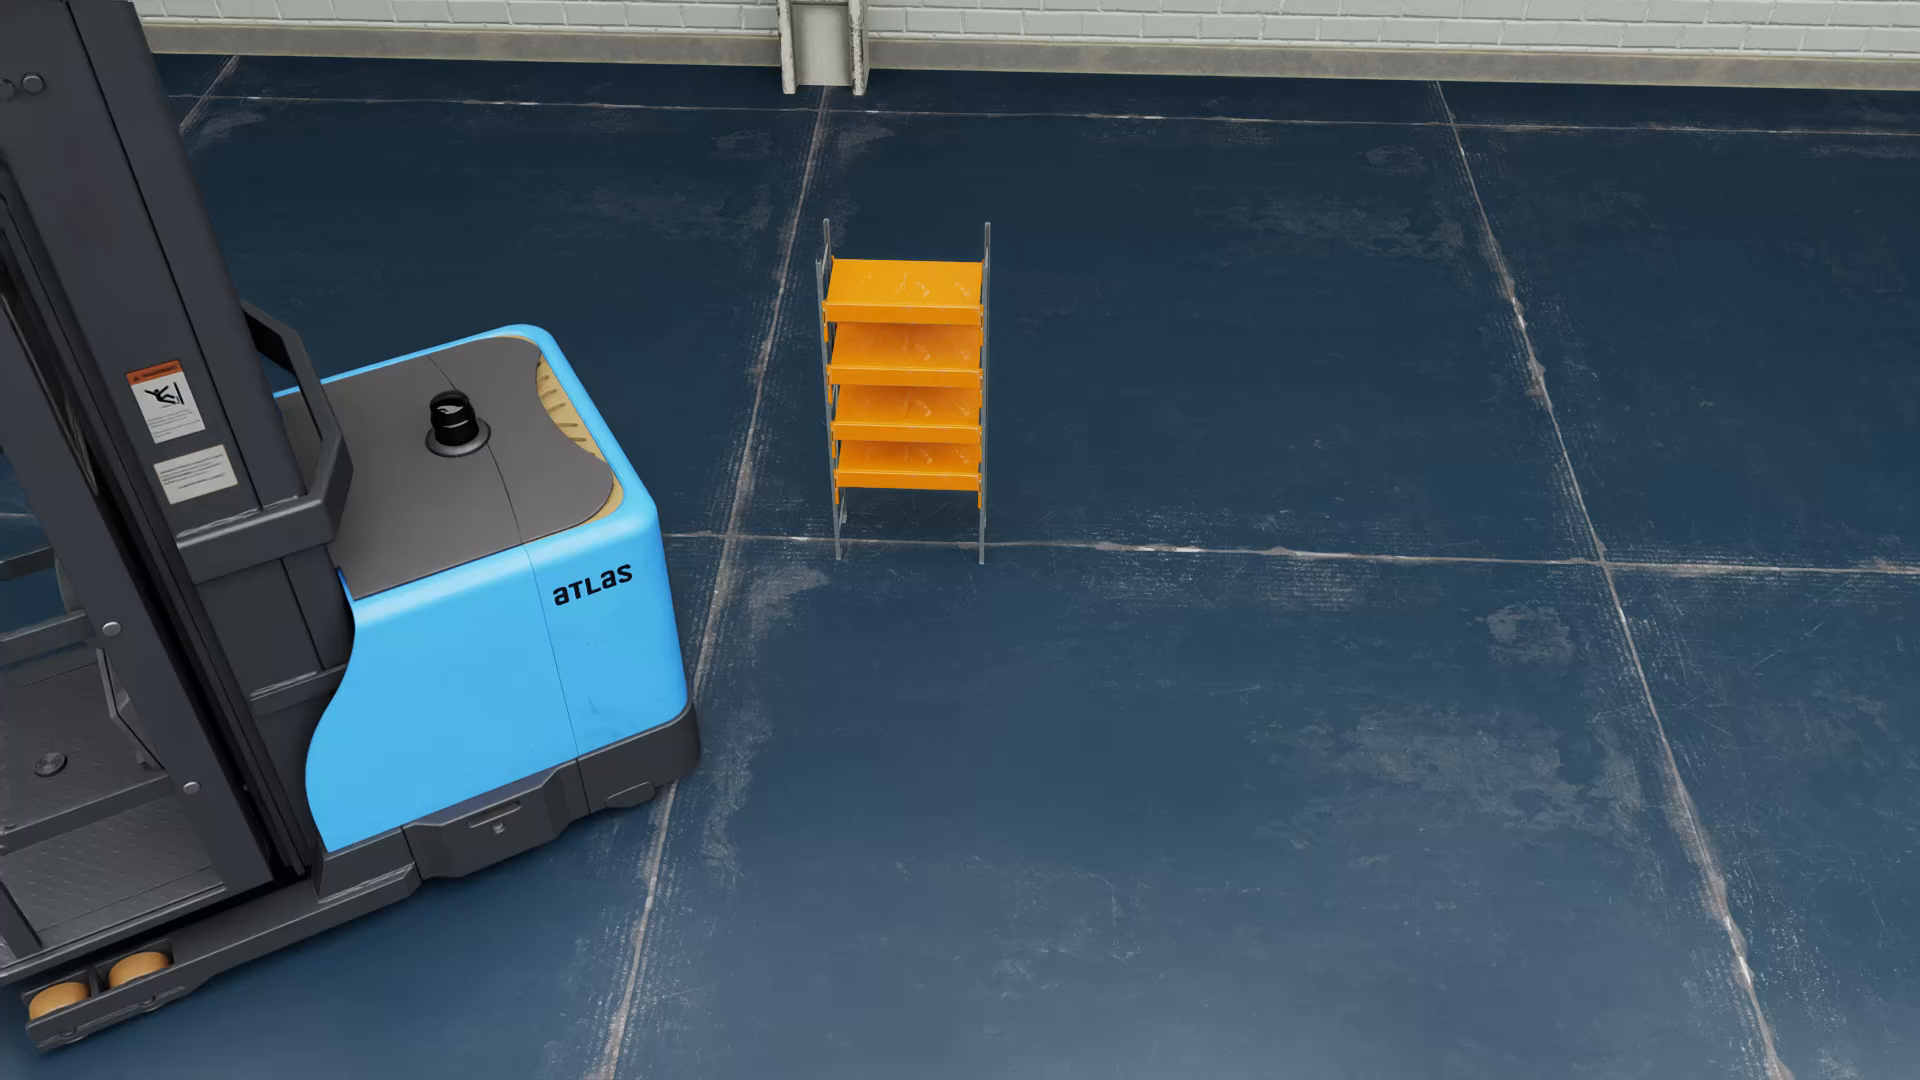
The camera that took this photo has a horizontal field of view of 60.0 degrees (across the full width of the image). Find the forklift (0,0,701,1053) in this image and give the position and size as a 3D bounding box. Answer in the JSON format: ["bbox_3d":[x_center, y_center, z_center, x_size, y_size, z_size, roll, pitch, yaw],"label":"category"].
[{"bbox_3d":[-2.315,-0.174,3.787,3.031,2.935,1.130,-20,47,-20],"label":"forklift"}]

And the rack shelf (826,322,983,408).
[{"bbox_3d":[-0.165,-0.559,5.240,0.480,0.148,0.258,2,43,2],"label":"rack shelf"}]

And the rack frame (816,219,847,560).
[{"bbox_3d":[-0.409,-0.452,5.354,0.015,1.200,0.240,2,43,2],"label":"rack frame"}]

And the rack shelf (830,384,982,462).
[{"bbox_3d":[-0.165,-0.395,5.392,0.480,0.148,0.258,2,43,2],"label":"rack shelf"}]

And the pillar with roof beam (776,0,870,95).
[{"bbox_3d":[-0.849,-2.631,1.972,0.400,9.000,9.100,2,43,2],"label":"pillar with roof beam"}]

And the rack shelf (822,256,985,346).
[{"bbox_3d":[-0.165,-0.732,5.079,0.480,0.148,0.258,2,43,2],"label":"rack shelf"}]

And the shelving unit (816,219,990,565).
[{"bbox_3d":[-0.165,-0.444,5.346,0.503,1.200,0.258,2,43,2],"label":"shelving unit"}]

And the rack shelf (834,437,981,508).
[{"bbox_3d":[-0.165,-0.250,5.528,0.480,0.148,0.258,2,43,2],"label":"rack shelf"}]

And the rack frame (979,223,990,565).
[{"bbox_3d":[0.078,-0.437,5.338,0.015,1.200,0.240,2,43,2],"label":"rack frame"}]
